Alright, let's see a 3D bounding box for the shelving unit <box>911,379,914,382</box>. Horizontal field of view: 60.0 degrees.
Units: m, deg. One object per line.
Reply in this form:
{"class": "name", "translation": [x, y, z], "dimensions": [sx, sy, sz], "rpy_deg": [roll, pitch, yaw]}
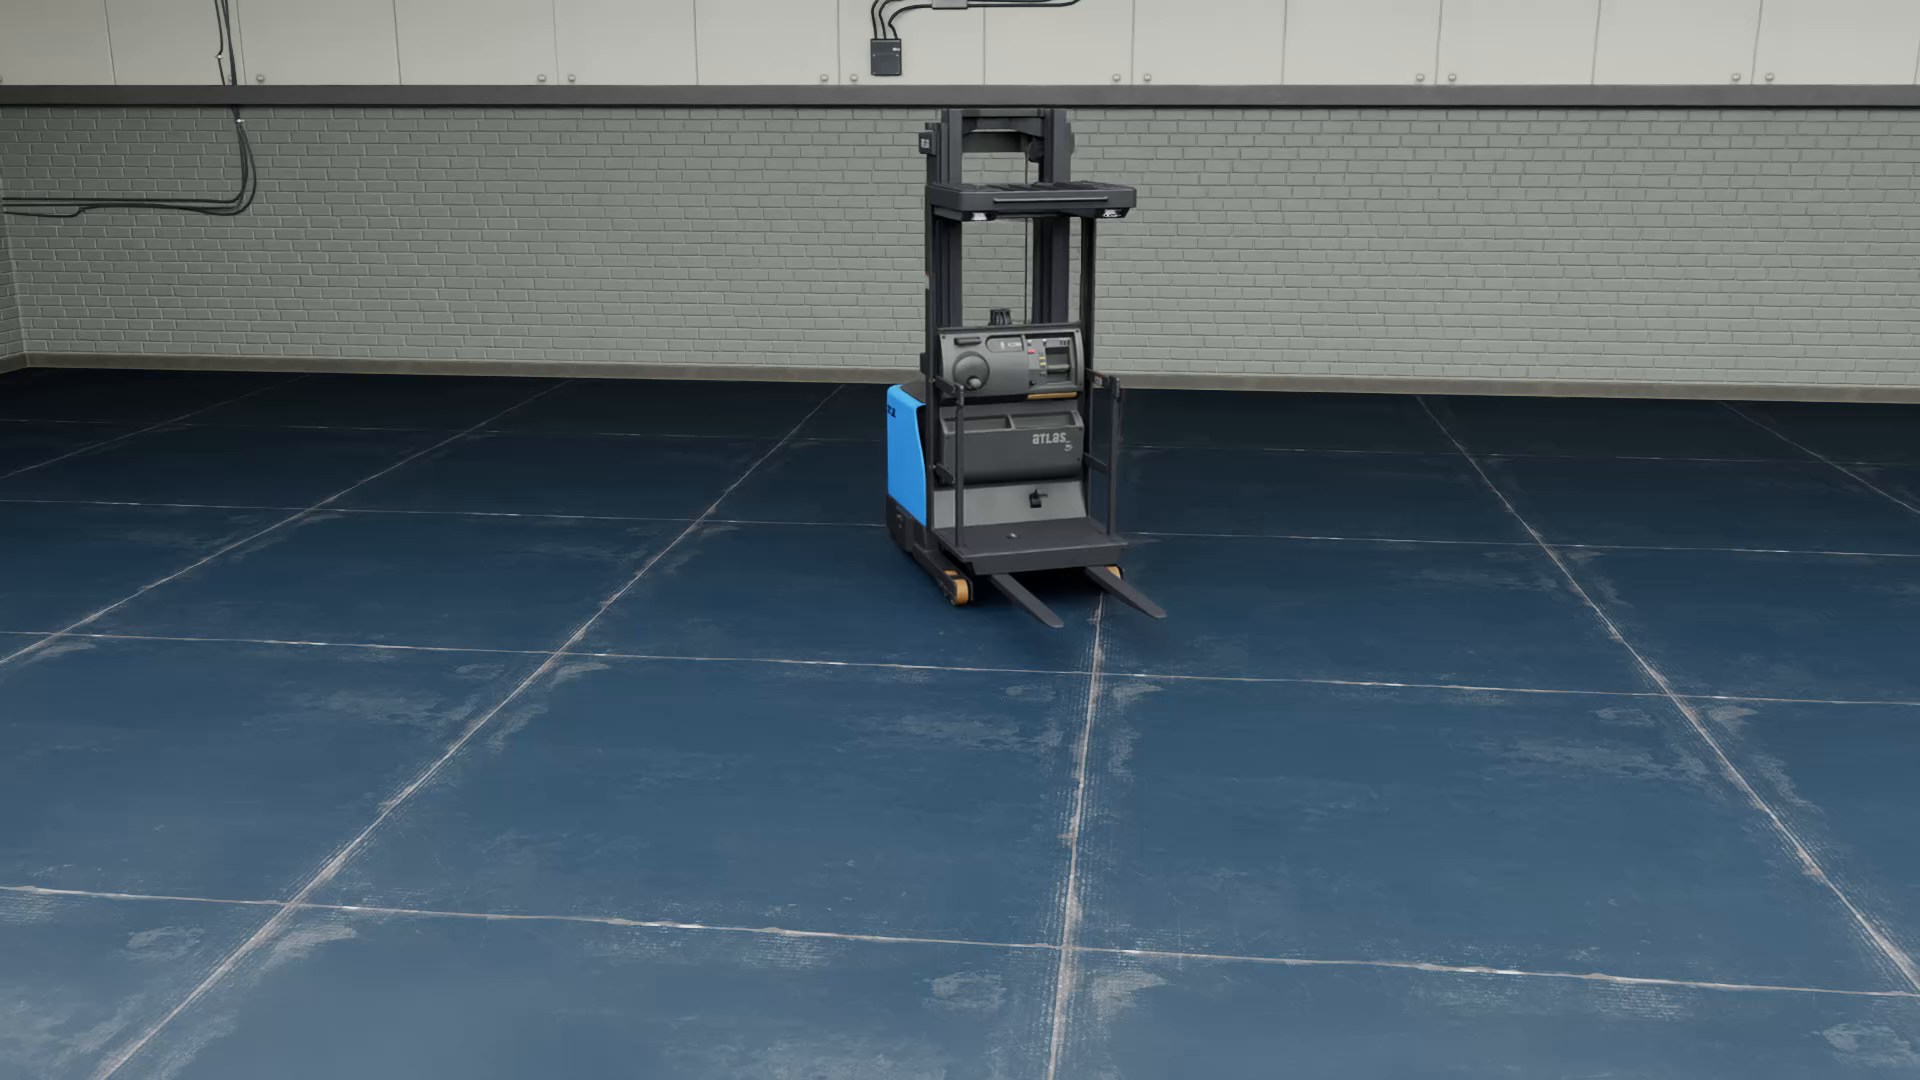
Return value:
{"class": "shelving unit", "translation": [-0.216, -0.622, 11.951], "dimensions": [0.215, 1.050, 0.252], "rpy_deg": [-5, 16, -16]}

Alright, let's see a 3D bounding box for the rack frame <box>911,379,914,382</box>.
{"class": "rack frame", "translation": [-0.251, -0.652, 12.063], "dimensions": [0.200, 1.050, 0.008], "rpy_deg": [-5, 16, -16]}

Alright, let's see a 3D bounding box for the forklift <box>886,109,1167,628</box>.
{"class": "forklift", "translation": [0.392, -1.129, 10.221], "dimensions": [1.130, 2.935, 3.031], "rpy_deg": [-5, 16, -16]}

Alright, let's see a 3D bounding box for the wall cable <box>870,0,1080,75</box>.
{"class": "wall cable", "translation": [0.239, -7.624, 16.103], "dimensions": [2.305, 6.003, 0.169], "rpy_deg": [2, 15, 6]}

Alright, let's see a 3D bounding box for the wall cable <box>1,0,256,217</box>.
{"class": "wall cable", "translation": [-9.192, -4.767, 18.002], "dimensions": [3.097, 2.526, 0.112], "rpy_deg": [2, 15, 6]}
